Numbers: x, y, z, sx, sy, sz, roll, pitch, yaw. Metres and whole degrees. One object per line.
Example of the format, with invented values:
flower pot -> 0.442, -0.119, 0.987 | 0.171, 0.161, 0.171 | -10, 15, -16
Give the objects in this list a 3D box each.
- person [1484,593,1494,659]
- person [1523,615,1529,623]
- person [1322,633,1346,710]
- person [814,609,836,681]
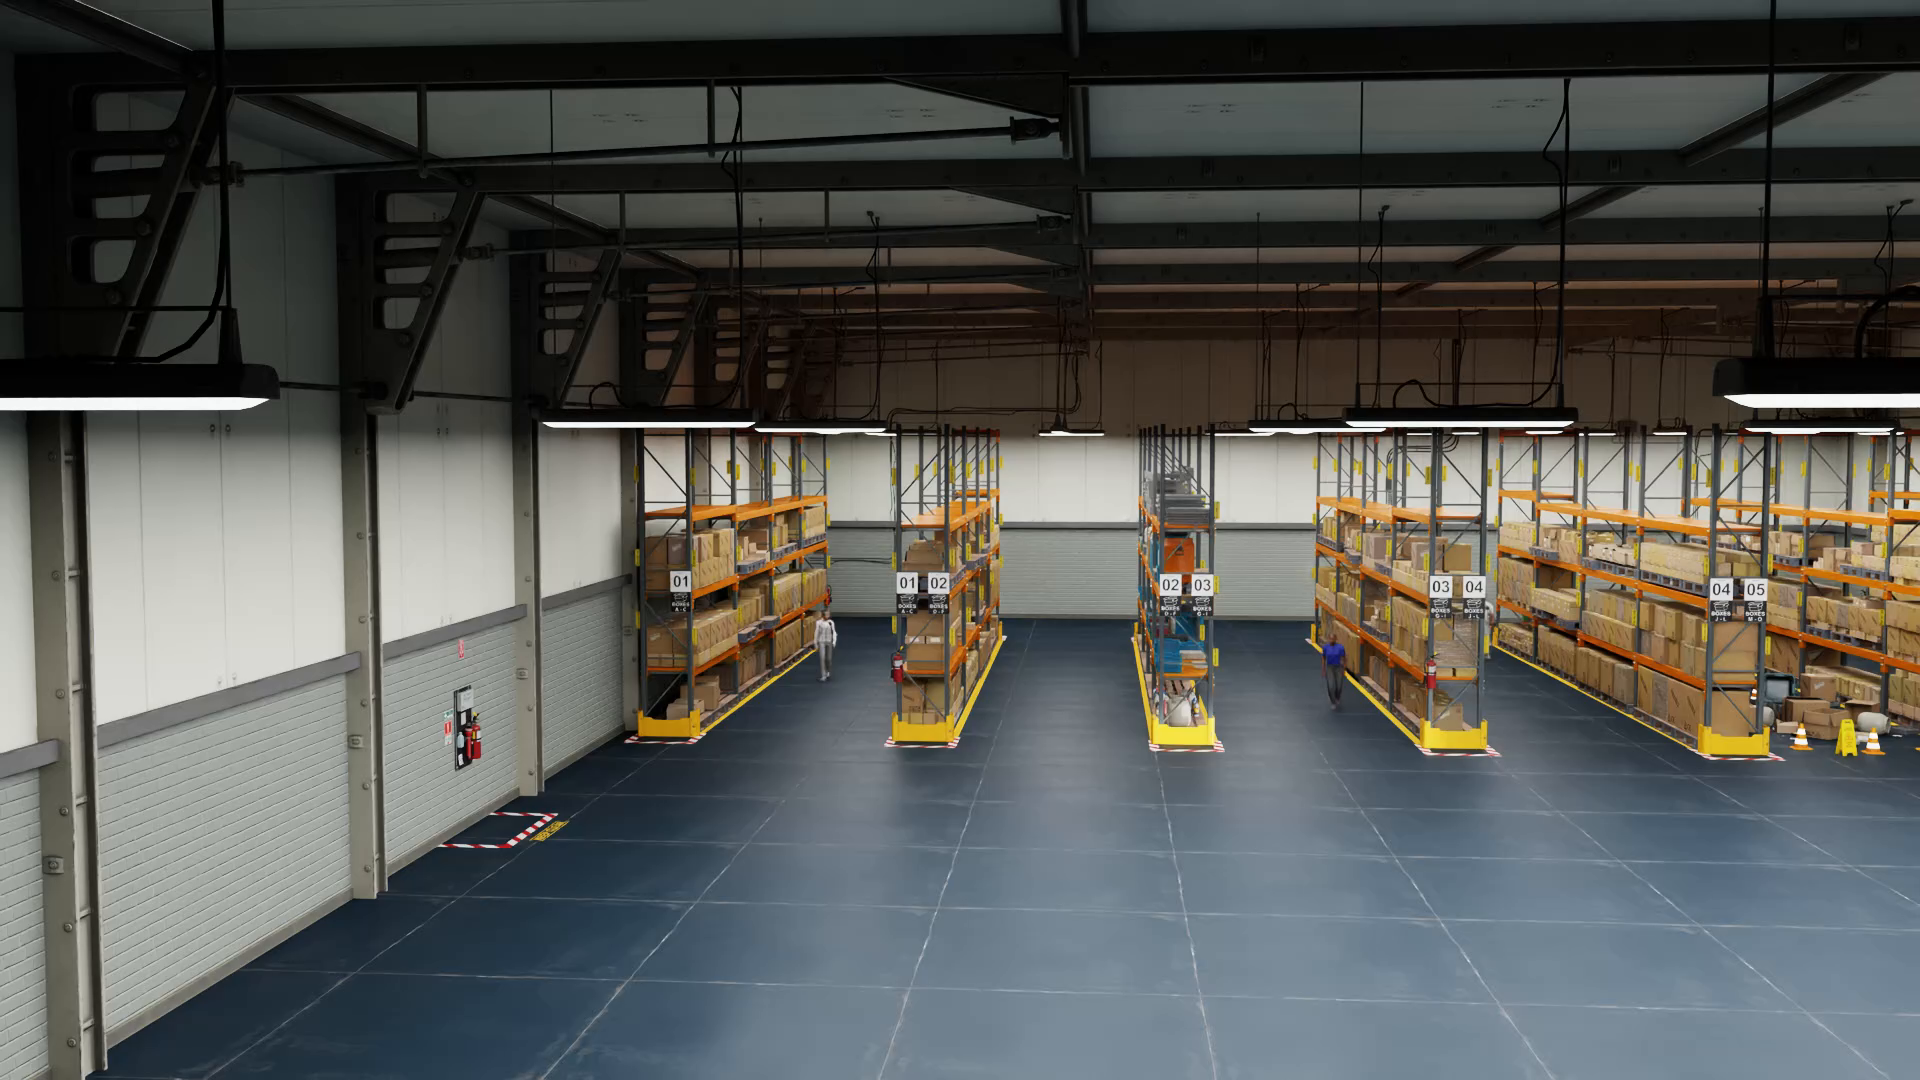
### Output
person -> 13.620, 2.204, 43.365 | 0.644, 1.701, 1.061 | 1, 4, 8
person -> 16.693, 1.859, 48.771 | 0.515, 1.715, 1.070 | 0, 3, 0
person -> 7.958, 2.764, 35.339 | 0.507, 1.636, 0.578 | 1, 4, 17
person -> -3.179, 2.489, 39.700 | 0.516, 1.670, 0.723 | -1, 4, -19
